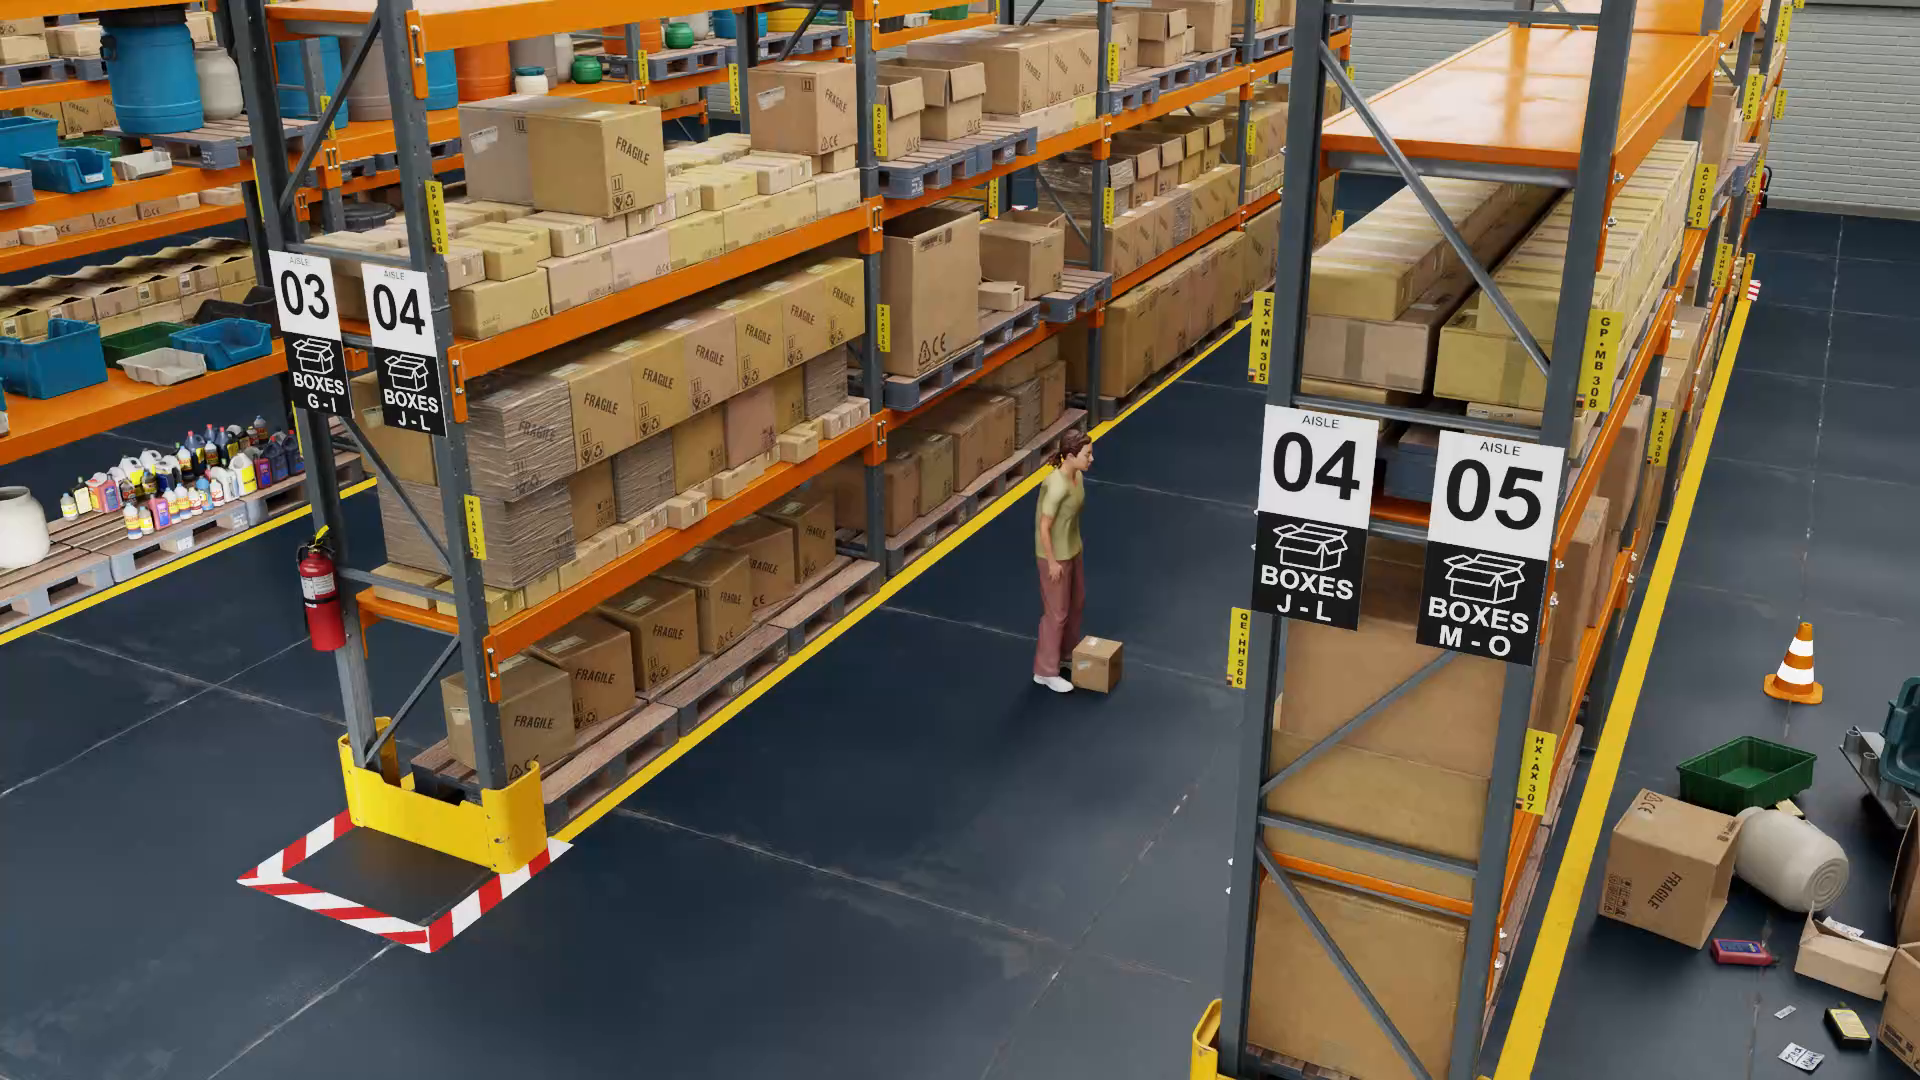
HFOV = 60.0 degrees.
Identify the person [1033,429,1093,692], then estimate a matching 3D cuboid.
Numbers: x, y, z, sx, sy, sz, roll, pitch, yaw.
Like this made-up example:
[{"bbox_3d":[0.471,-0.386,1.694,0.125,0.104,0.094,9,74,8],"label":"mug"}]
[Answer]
[{"bbox_3d":[0.661,0.098,10.500,0.357,1.673,0.519,10,25,22],"label":"person"}]
